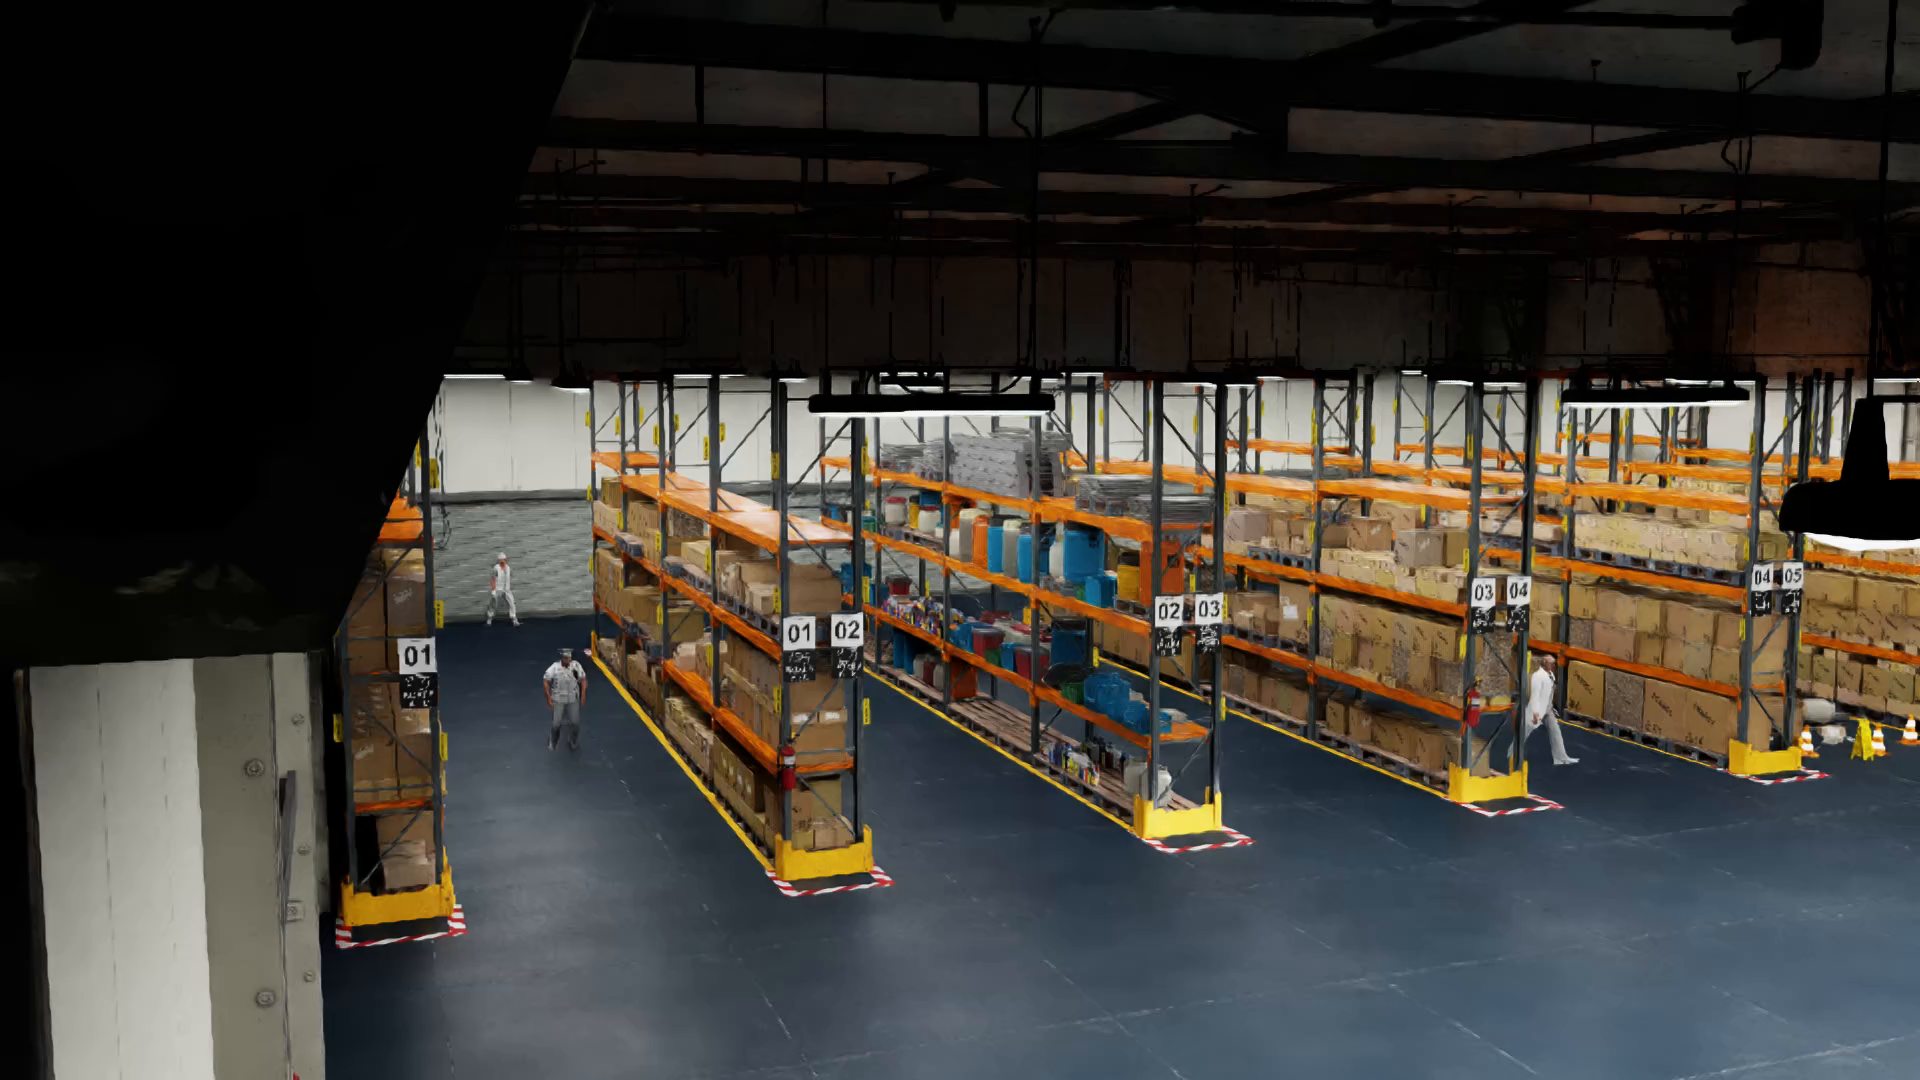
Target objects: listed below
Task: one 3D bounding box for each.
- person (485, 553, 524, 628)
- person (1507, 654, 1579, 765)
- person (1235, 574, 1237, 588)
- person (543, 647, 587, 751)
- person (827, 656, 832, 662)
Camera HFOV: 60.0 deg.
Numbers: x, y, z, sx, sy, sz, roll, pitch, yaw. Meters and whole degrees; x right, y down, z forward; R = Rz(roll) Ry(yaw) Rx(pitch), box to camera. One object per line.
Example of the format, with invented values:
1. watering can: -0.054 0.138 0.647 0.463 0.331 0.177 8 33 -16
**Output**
1. person: -10.608 1.164 38.515 0.931 1.760 0.581 6 9 44
2. person: 9.000 2.611 25.697 0.631 1.736 1.034 -6 9 -43
3. person: 7.436 0.563 44.523 0.516 1.592 0.355 6 9 41
4. person: -6.304 2.524 26.555 0.682 1.715 0.542 -3 7 -22
5. person: -1.962 2.621 25.771 0.551 1.666 0.440 6 9 44
